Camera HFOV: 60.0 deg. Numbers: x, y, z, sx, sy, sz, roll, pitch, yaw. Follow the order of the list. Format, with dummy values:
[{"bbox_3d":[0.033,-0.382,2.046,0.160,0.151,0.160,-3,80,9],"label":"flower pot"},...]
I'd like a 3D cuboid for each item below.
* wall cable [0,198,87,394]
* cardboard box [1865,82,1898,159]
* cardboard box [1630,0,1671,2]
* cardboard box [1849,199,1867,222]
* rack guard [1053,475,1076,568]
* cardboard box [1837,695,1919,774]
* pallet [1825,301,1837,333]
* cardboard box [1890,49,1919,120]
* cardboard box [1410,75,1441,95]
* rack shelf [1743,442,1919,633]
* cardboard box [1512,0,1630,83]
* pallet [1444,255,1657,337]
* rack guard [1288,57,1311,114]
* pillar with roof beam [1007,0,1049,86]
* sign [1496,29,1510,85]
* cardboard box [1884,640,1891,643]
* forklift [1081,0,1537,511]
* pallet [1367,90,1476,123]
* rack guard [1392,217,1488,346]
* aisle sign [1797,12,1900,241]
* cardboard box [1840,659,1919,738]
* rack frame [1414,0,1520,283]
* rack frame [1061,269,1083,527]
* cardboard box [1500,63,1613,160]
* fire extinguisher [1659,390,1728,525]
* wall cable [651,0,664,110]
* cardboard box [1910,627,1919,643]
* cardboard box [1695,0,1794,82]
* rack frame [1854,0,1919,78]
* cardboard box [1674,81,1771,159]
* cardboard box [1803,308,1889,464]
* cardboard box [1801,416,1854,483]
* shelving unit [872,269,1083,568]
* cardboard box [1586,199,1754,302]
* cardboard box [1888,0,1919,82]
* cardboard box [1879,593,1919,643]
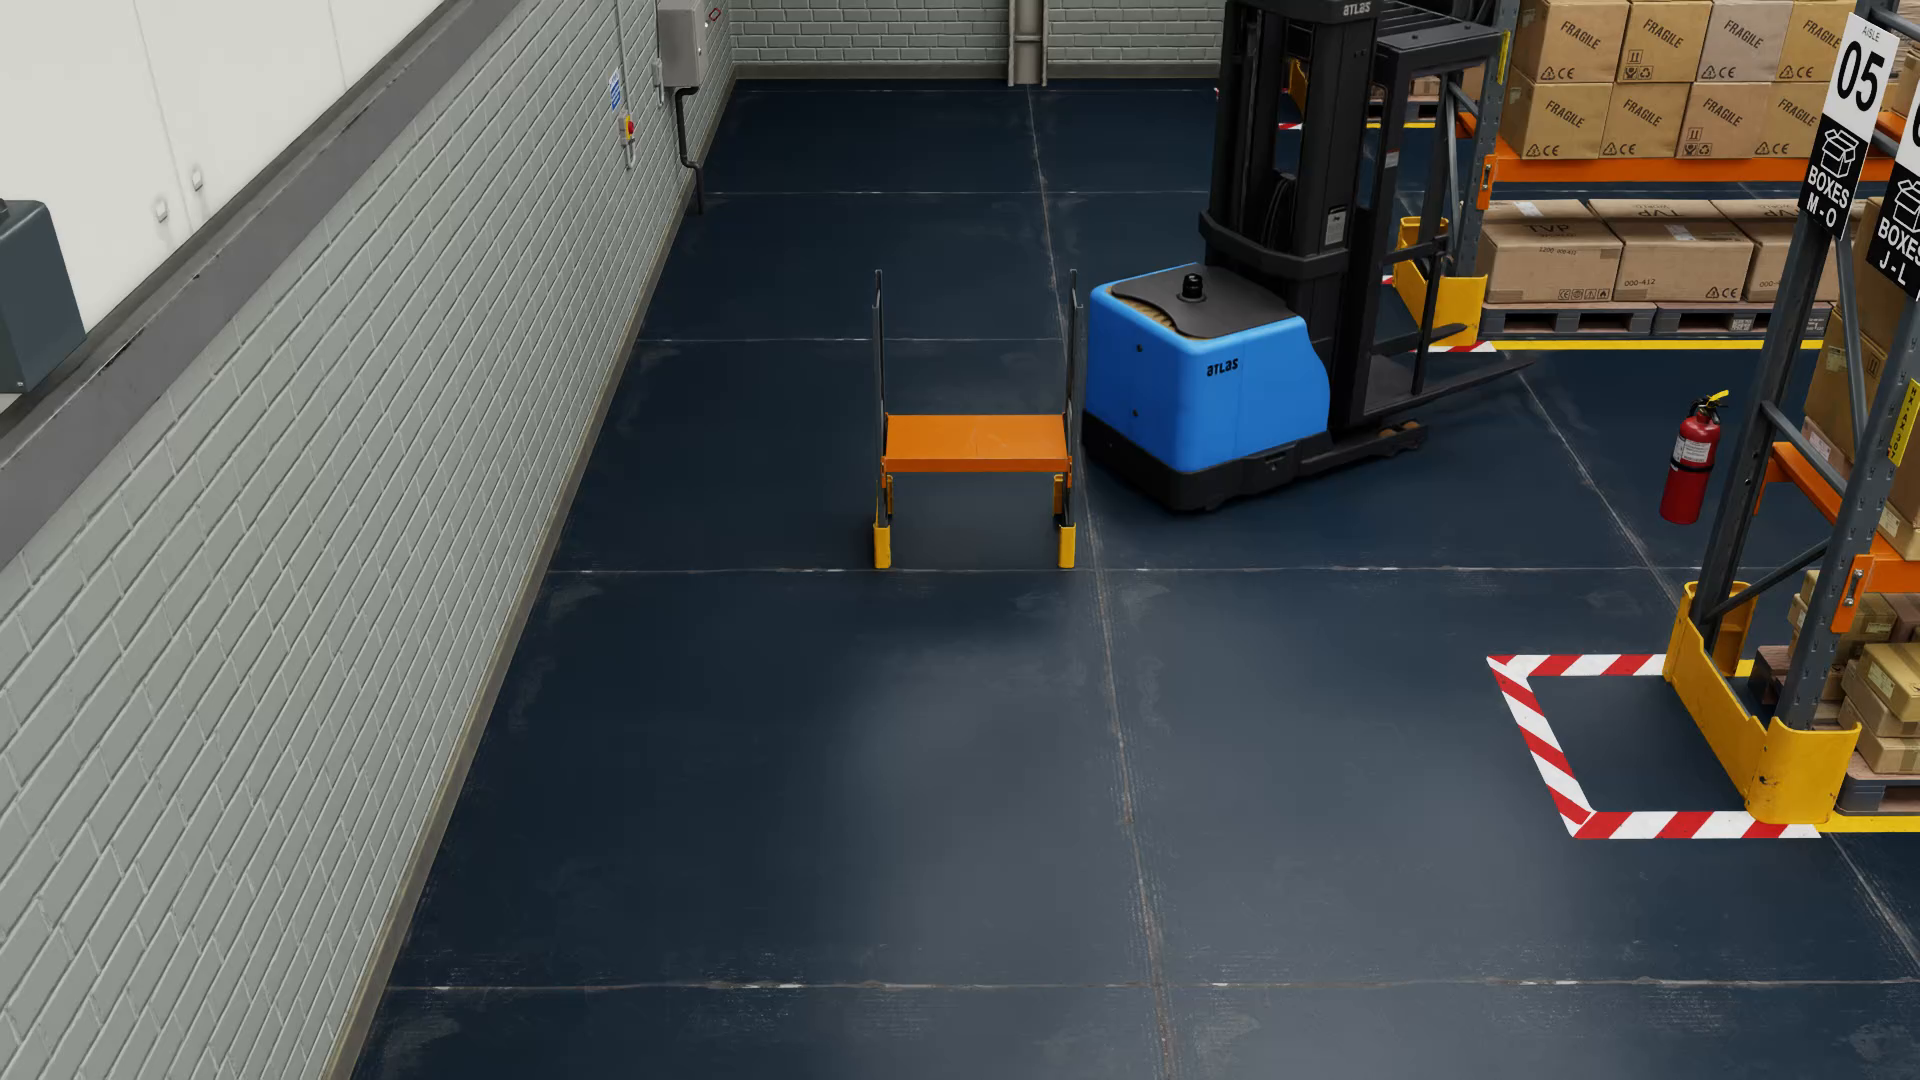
[{"bbox_3d":[-2.199,-3.489,3.224,0.120,5.999,2.277,0,31,0],"label":"wall cable"},{"bbox_3d":[5.937,-2.827,10.921,0.500,0.500,0.500,-1,31,-1],"label":"cardboard box"},{"bbox_3d":[4.295,-3.503,10.447,0.250,0.149,0.380,1,31,1],"label":"cardboard box"},{"bbox_3d":[6.788,-2.070,11.835,0.875,0.438,0.875,-1,31,-1],"label":"cardboard box"},{"bbox_3d":[0.574,-0.109,9.188,0.087,0.250,0.587,0,31,0],"label":"rack guard"},{"bbox_3d":[4.073,0.852,7.298,0.250,0.149,0.380,0,31,1],"label":"cardboard box"},{"bbox_3d":[6.655,-1.778,11.977,1.213,0.211,1.003,0,31,0],"label":"pallet"},{"bbox_3d":[4.000,-1.709,6.428,0.500,0.250,0.500,-1,31,-1],"label":"cardboard box"},{"bbox_3d":[4.420,-4.389,15.935,0.250,0.149,0.380,-1,31,-2],"label":"cardboard box"},{"bbox_3d":[5.547,-0.051,7.135,4.000,0.370,1.077,0,31,0],"label":"rack shelf"},{"bbox_3d":[3.898,-3.243,10.643,0.500,0.500,0.500,-1,31,-1],"label":"cardboard box"},{"bbox_3d":[4.215,-1.770,11.964,1.213,0.211,1.003,0,31,0],"label":"pallet"},{"bbox_3d":[3.458,-4.426,16.062,0.348,0.500,1.175,0,31,0],"label":"rack guard"},{"bbox_3d":[0.707,-6.285,10.933,0.400,9.000,9.100,0,31,0],"label":"pillar with roof beam"},{"bbox_3d":[3.413,-3.035,10.450,0.005,0.325,0.100,0,31,0],"label":"sign"},{"bbox_3d":[4.335,0.438,7.694,0.250,0.149,0.380,-1,31,-1],"label":"cardboard box"},{"bbox_3d":[2.263,-1.973,9.677,3.031,2.935,1.130,-17,35,-26],"label":"forklift"},{"bbox_3d":[4.256,-4.305,16.142,1.213,0.211,1.003,0,31,0],"label":"pallet"},{"bbox_3d":[3.392,-1.851,11.818,0.348,0.500,1.175,0,31,0],"label":"rack guard"},{"bbox_3d":[3.472,-1.619,6.520,0.004,0.787,0.394,0,31,0],"label":"aisle sign"},{"bbox_3d":[4.073,0.692,7.275,0.250,0.149,0.380,1,31,2],"label":"cardboard box"},{"bbox_3d":[3.416,-2.919,11.170,0.127,3.000,1.000,0,31,0],"label":"rack frame"},{"bbox_3d":[0.594,-0.643,8.864,0.032,1.500,0.500,0,31,0],"label":"rack frame"},{"bbox_3d":[3.898,-2.815,10.901,0.500,0.500,0.500,0,31,-1],"label":"cardboard box"},{"bbox_3d":[3.292,-0.398,7.448,0.183,0.674,0.296,0,31,0],"label":"fire extinguisher"},{"bbox_3d":[-2.243,-4.060,12.070,0.122,1.984,0.588,0,31,0],"label":"wall cable"},{"bbox_3d":[4.348,0.544,7.231,0.250,0.149,0.380,0,31,1],"label":"cardboard box"},{"bbox_3d":[4.929,-3.254,10.661,0.500,0.500,0.500,0,31,-1],"label":"cardboard box"},{"bbox_3d":[3.547,-2.917,5.382,0.127,3.000,1.000,0,31,0],"label":"rack frame"},{"bbox_3d":[4.912,-2.823,10.915,0.500,0.500,0.500,0,31,-1],"label":"cardboard box"},{"bbox_3d":[3.995,-0.657,7.058,0.500,0.500,0.500,0,31,1],"label":"cardboard box"},{"bbox_3d":[3.871,-0.392,7.247,0.250,0.149,0.380,0,31,0],"label":"cardboard box"},{"bbox_3d":[0.076,-0.641,8.861,1.083,1.500,0.587,0,31,0],"label":"shelving unit"},{"bbox_3d":[4.991,-2.065,11.826,0.875,0.438,0.875,1,31,1],"label":"cardboard box"},{"bbox_3d":[5.929,-3.253,10.660,0.500,0.500,0.500,0,31,0],"label":"cardboard box"},{"bbox_3d":[4.327,0.329,7.586,0.250,0.149,0.380,0,31,1],"label":"cardboard box"}]
